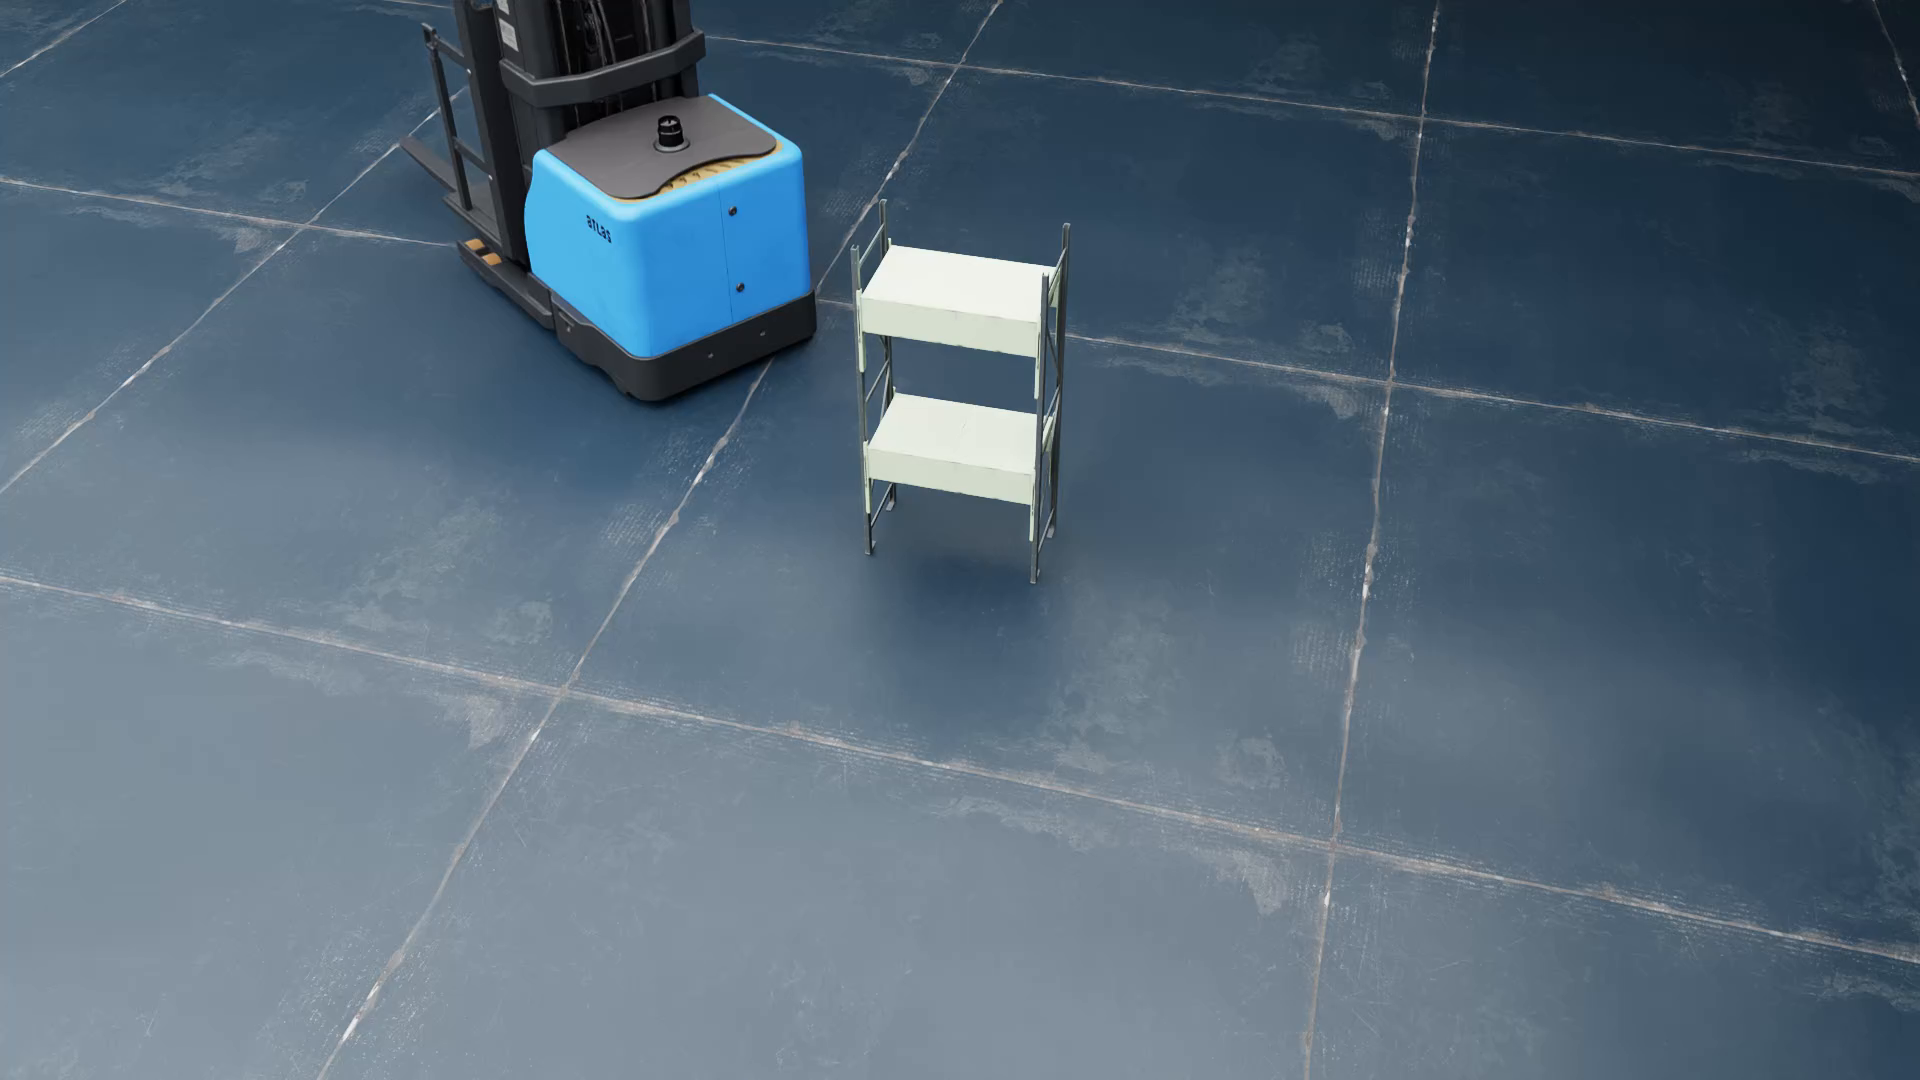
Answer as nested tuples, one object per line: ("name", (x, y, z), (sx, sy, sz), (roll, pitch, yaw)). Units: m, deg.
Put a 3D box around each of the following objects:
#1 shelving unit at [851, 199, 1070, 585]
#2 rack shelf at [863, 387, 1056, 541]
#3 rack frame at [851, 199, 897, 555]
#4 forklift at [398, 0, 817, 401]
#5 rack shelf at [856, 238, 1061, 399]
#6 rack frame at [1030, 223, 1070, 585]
("shelving unit", (0.006, -0.573, 6.766), (0.755, 1.500, 0.431), (10, 41, 11))
("rack shelf", (0.006, -0.324, 6.976), (0.720, 0.370, 0.431), (10, 41, 11))
("rack frame", (-0.347, -0.634, 6.839), (0.023, 1.500, 0.400), (10, 41, 11))
("forklift", (-2.048, -2.666, 8.145), (1.130, 2.935, 3.031), (-28, 47, -29))
("rack shelf", (0.006, -0.872, 6.515), (0.720, 0.370, 0.431), (10, 41, 11))
("rack frame", (0.360, -0.512, 6.694), (0.023, 1.500, 0.400), (10, 41, 11))
